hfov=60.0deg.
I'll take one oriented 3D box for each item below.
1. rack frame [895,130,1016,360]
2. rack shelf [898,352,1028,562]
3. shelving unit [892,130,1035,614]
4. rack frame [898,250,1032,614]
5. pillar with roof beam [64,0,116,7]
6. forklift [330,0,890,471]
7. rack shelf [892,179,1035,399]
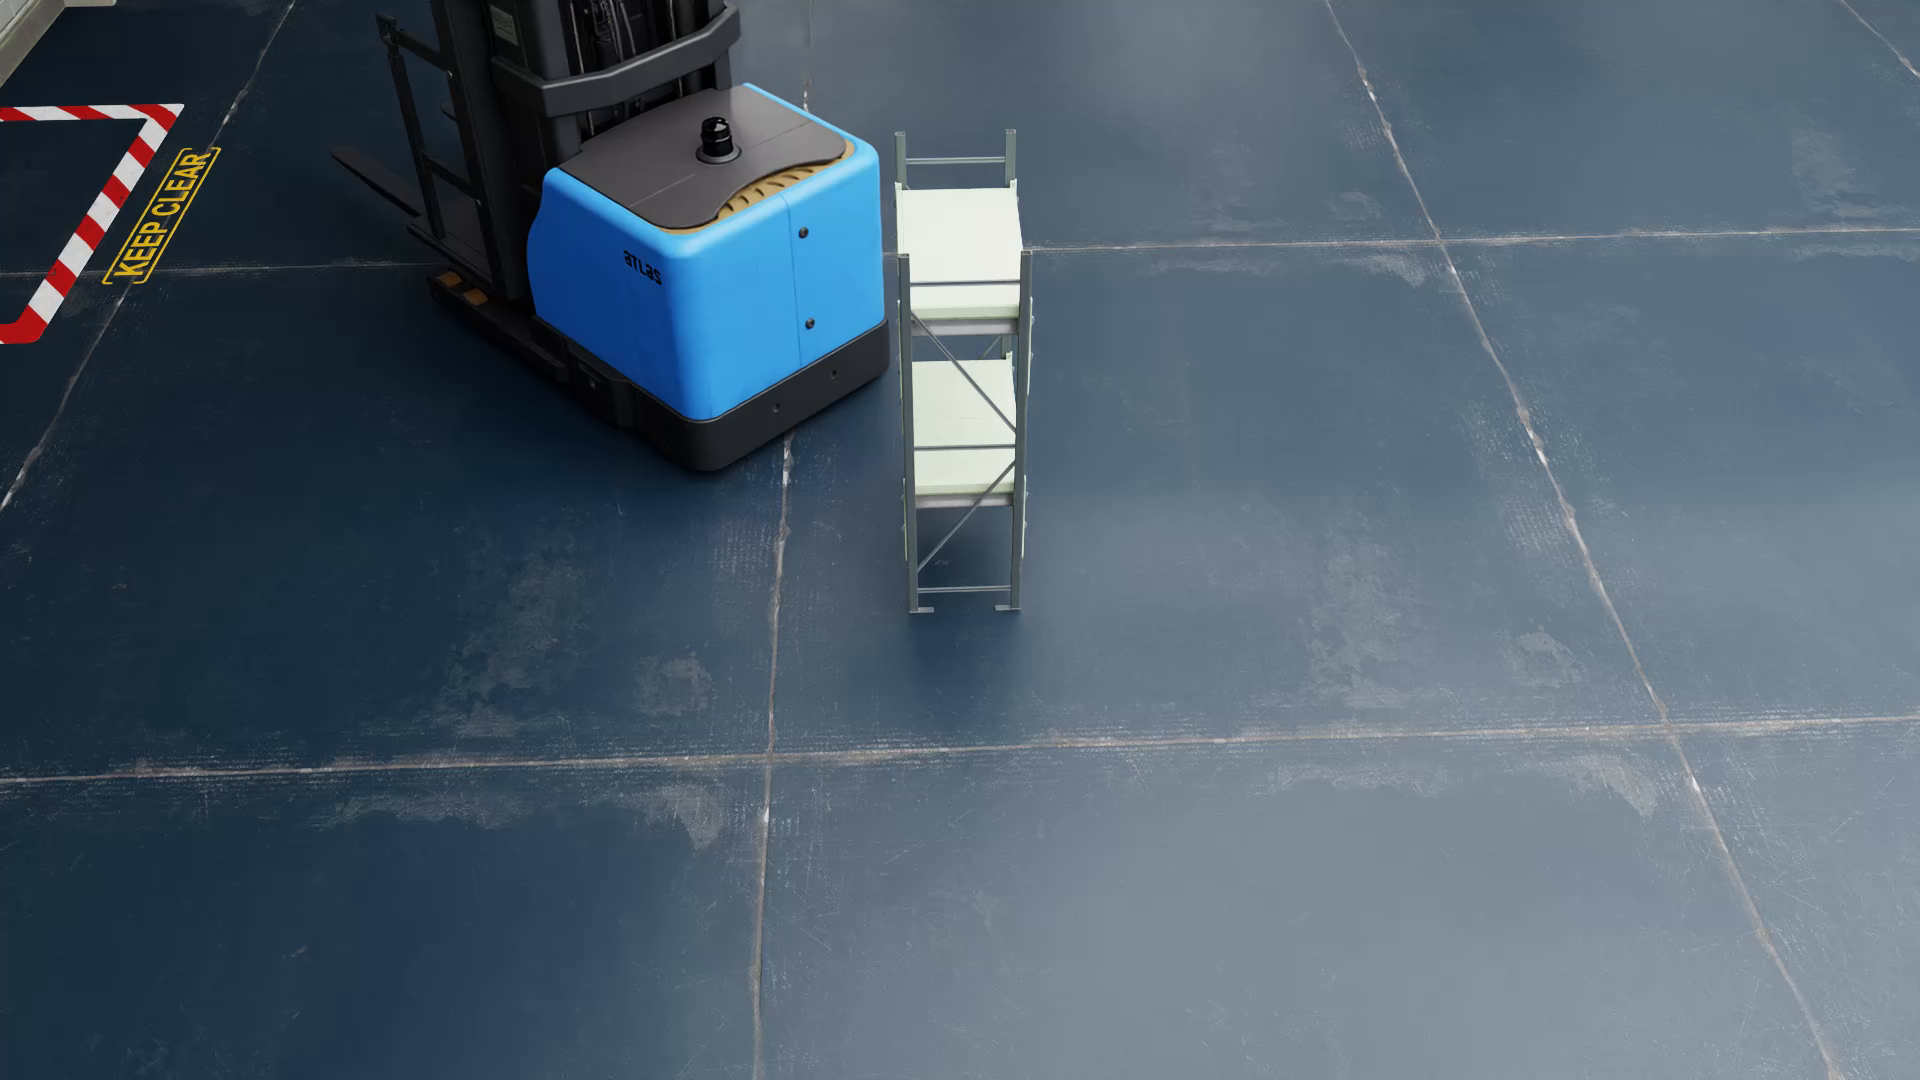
[{"bbox_3d":[-0.015,-0.795,6.008,0.400,1.500,0.023,-2,43,-2],"label":"rack frame"},{"bbox_3d":[0.000,-0.308,5.959,0.431,0.370,0.720,-2,43,-2],"label":"rack shelf"},{"bbox_3d":[0.000,-0.548,5.738,0.431,1.500,0.755,-2,43,-2],"label":"shelving unit"},{"bbox_3d":[0.016,-0.301,5.469,0.400,1.500,0.023,-2,43,-2],"label":"rack frame"},{"bbox_3d":[-0.761,-6.662,6.859,9.100,9.000,0.400,-2,43,-2],"label":"pillar with roof beam"},{"bbox_3d":[-1.698,-2.232,6.516,3.031,2.935,1.130,33,52,31],"label":"forklift"},{"bbox_3d":[0.000,-0.836,5.475,0.431,0.370,0.720,-2,43,-2],"label":"rack shelf"}]
